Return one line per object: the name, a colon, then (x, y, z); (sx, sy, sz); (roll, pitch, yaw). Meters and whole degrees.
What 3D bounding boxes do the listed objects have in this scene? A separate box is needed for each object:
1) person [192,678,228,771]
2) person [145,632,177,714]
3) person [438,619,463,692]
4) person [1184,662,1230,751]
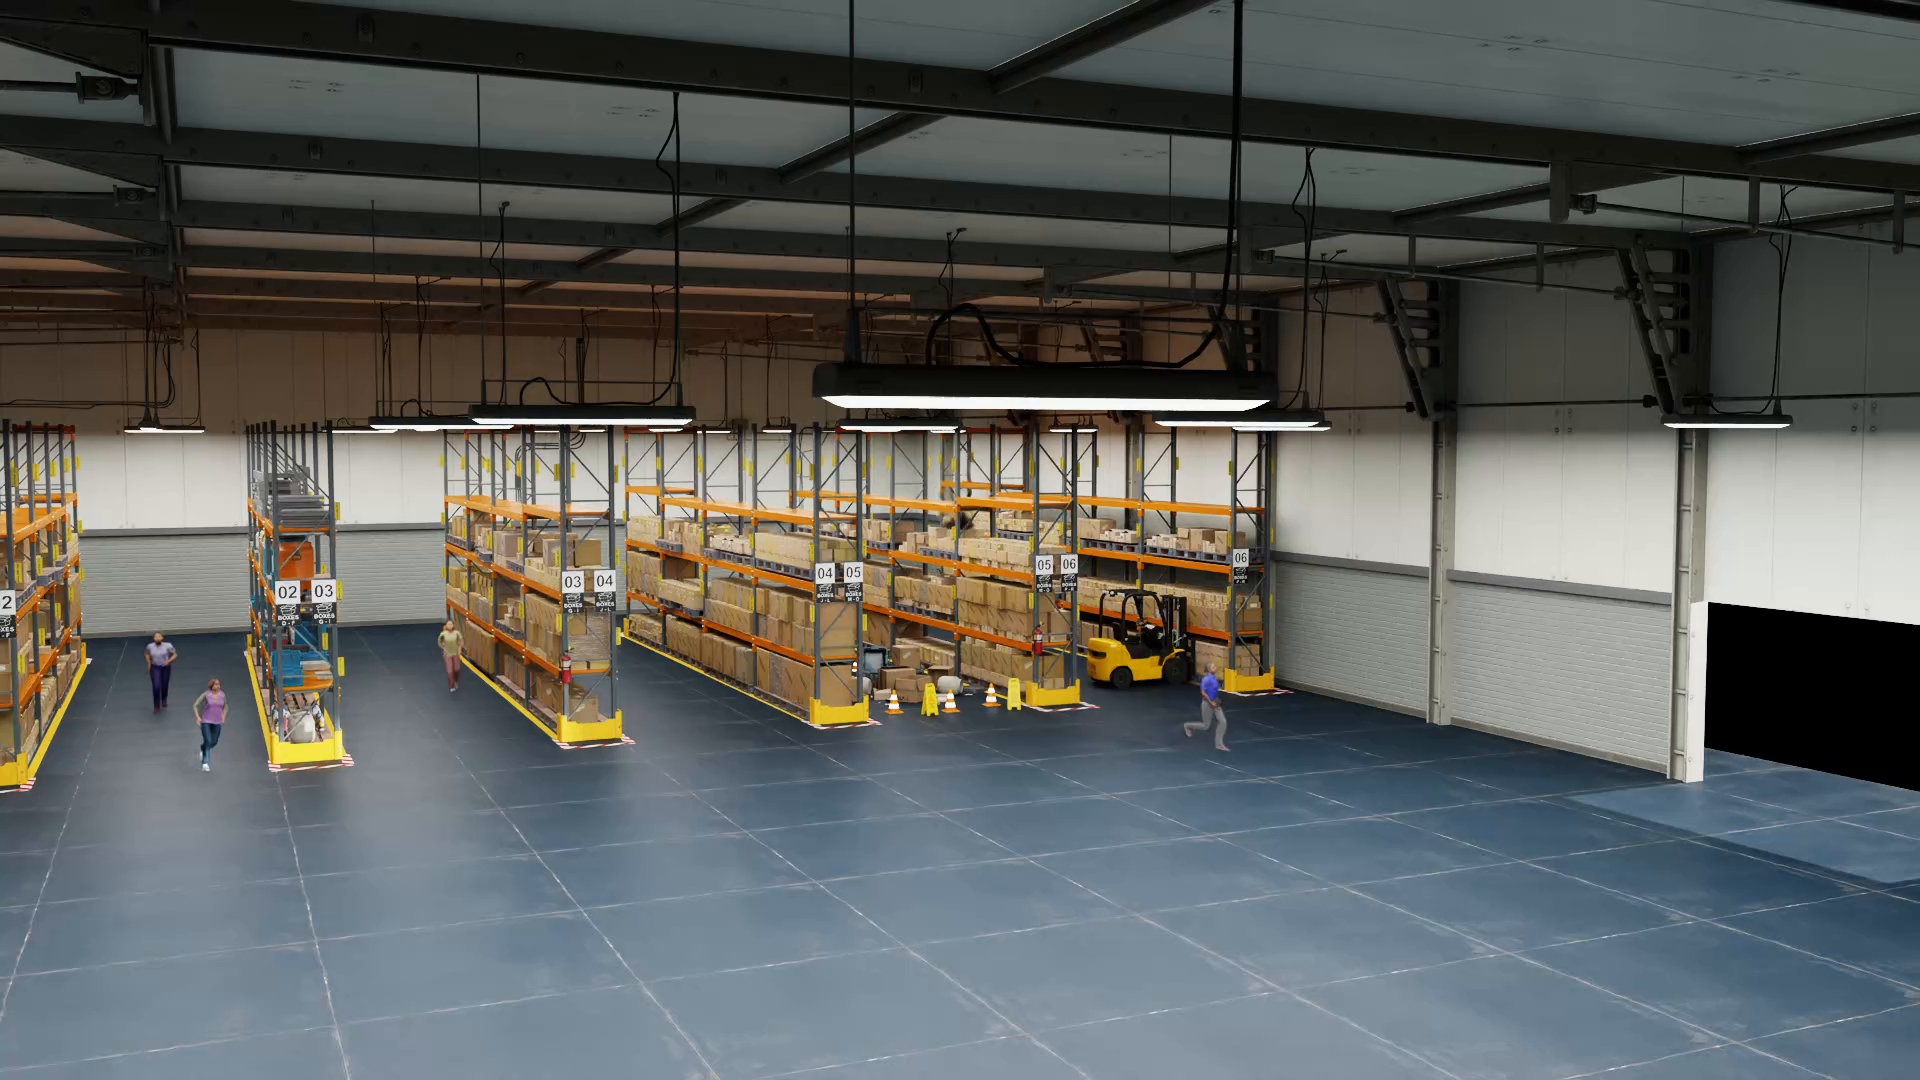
person: (-12.973, 3.174, 28.780); (0.580, 1.545, 0.639); (-3, 5, -43)
person: (-16.643, 2.744, 34.656); (0.601, 1.674, 0.815); (-2, 4, -27)
person: (-11.351, 2.581, 37.113); (0.556, 1.626, 0.520); (-1, 4, -21)
person: (4.539, 3.039, 30.421); (0.865, 1.632, 0.568); (2, 4, 32)
